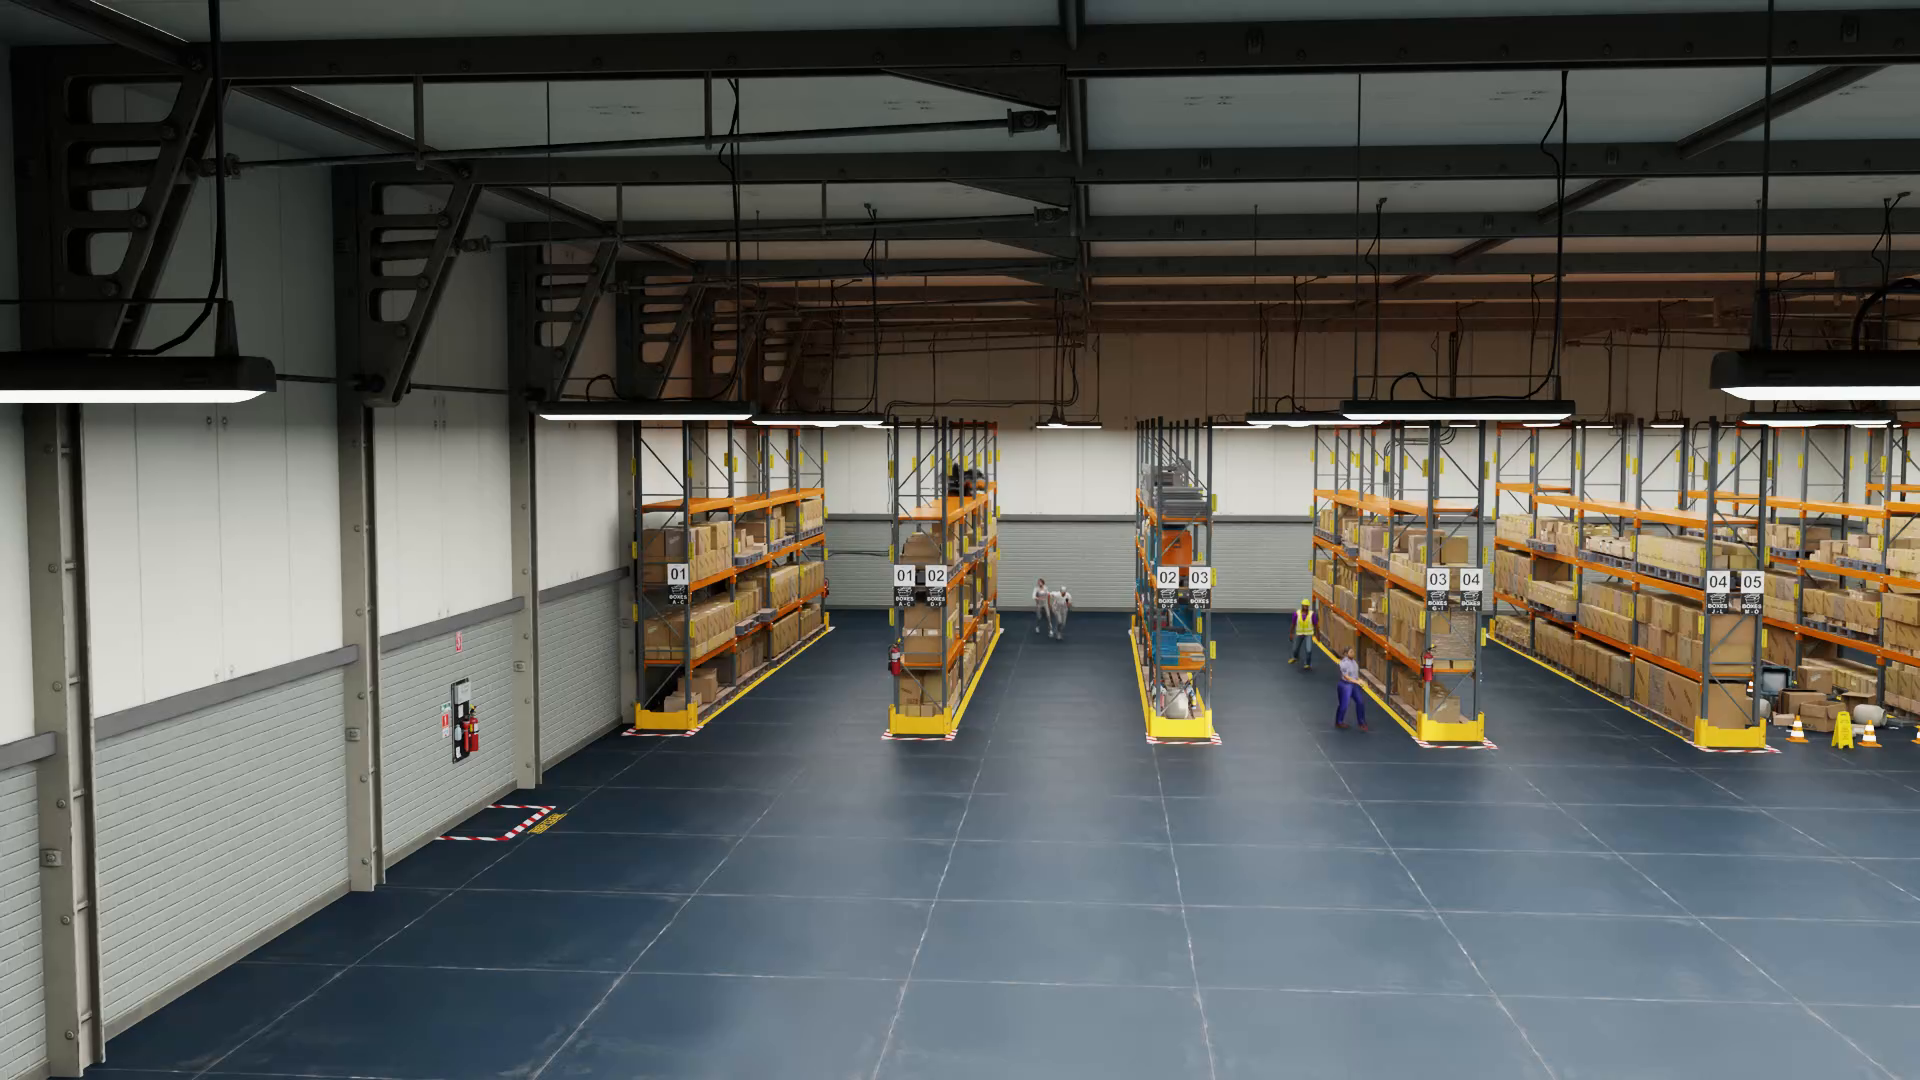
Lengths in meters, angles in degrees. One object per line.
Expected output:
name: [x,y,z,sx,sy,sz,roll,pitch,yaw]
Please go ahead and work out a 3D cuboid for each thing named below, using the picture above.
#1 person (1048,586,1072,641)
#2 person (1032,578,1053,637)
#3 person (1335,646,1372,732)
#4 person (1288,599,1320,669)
person: [2.723,2.001,45.511,0.638,1.525,0.912,-1,4,-12]
person: [2.288,1.876,46.714,0.549,1.602,0.863,-1,4,-11]
person: [7.440,2.832,31.719,0.604,1.648,0.703,-3,5,-40]
person: [8.308,2.253,40.151,0.826,1.688,0.702,1,4,19]
